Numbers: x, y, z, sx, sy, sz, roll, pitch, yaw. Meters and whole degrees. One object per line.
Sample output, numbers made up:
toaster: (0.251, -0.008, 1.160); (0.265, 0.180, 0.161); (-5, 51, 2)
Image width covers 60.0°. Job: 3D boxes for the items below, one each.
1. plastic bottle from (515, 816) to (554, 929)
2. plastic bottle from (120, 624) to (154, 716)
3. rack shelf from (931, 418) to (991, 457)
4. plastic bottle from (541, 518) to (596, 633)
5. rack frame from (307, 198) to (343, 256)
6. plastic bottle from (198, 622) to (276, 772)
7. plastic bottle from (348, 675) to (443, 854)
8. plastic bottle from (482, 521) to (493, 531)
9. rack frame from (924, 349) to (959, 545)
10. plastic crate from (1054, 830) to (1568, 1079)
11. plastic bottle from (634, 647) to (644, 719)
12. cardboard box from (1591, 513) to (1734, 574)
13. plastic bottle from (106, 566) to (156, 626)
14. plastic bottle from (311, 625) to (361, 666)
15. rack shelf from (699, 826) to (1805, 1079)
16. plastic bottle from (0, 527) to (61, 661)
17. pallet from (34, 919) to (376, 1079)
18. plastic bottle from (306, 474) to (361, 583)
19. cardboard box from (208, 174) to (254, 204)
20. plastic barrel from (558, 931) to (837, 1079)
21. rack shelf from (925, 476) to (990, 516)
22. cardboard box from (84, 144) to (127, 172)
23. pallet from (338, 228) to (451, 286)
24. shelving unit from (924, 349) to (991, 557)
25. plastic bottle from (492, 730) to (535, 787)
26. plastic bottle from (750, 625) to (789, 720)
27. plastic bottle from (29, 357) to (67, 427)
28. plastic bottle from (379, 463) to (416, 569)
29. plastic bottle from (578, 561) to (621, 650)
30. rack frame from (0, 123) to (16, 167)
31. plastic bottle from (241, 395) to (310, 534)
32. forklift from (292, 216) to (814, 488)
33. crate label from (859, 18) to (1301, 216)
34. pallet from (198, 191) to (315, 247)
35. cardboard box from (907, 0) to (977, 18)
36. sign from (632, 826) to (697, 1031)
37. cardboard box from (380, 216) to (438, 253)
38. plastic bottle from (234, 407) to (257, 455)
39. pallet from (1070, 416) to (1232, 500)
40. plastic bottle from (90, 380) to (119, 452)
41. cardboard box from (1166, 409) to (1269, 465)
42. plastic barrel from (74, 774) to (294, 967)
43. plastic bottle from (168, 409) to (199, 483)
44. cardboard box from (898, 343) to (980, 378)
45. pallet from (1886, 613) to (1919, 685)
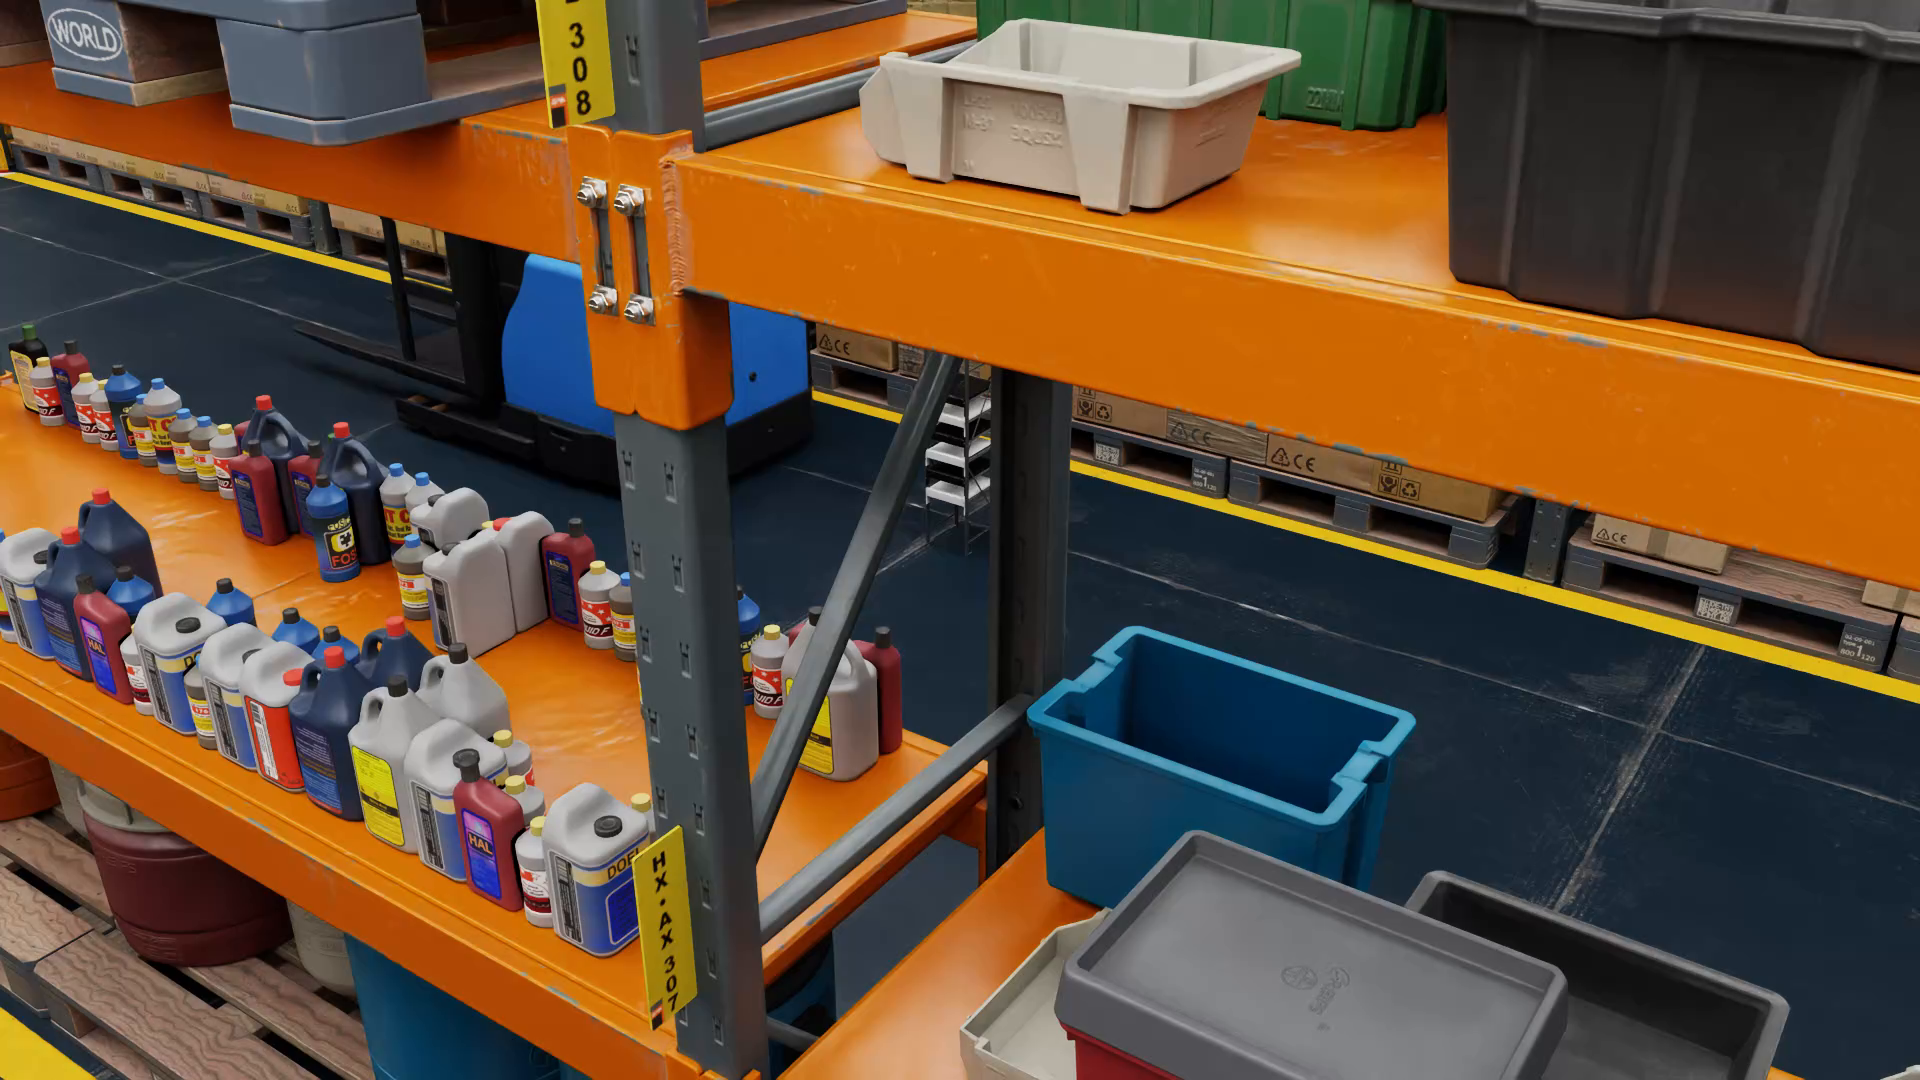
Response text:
plastic bottle: (-0.746, 0.591, 3.001); (0.097, 0.201, 0.097); (0, 27, 0)
plastic bottle: (-1.765, 0.273, 3.625); (0.097, 0.201, 0.097); (0, 27, 0)
rack shelf: (0.007, -0.449, 7.016); (0.200, 0.077, 0.258); (17, 32, 30)
plastic bottle: (-0.920, 0.072, 3.929); (0.133, 0.283, 0.061); (17, 32, 30)
rack frame: (-3.914, -3.403, 10.630); (0.127, 3.000, 1.000); (17, 32, 30)
plastic bottle: (-1.463, 0.319, 3.452); (0.135, 0.276, 0.152); (17, 32, 30)
plastic bottle: (-1.070, 0.410, 3.191); (0.185, 0.351, 0.144); (17, 32, 30)
plastic bottle: (-1.136, 0.052, 4.061); (0.097, 0.201, 0.097); (0, 27, 0)
rack frame: (-0.077, -0.425, 7.093); (0.006, 0.900, 0.240); (17, 32, 30)
plastic crate: (0.467, 0.770, 2.293); (0.583, 0.464, 0.402); (17, 32, 30)
plastic bottle: (-0.650, 0.287, 3.598); (0.097, 0.201, 0.097); (0, 27, 0)
cardboard box: (2.904, -0.158, 6.733); (0.500, 0.311, 0.500); (17, 32, 30)
plastic bottle: (-1.841, 0.185, 3.721); (0.097, 0.271, 0.097); (0, 27, 0)
plastic bottle: (-1.297, 0.304, 3.487); (0.097, 0.271, 0.097); (0, 27, 0)
rack shelf: (1.521, 1.336, 2.110); (4.000, 0.370, 1.077); (17, 32, 30)
plastic bottle: (-2.108, 0.118, 3.847); (0.135, 0.276, 0.152); (17, 32, 30)
pallet: (-1.750, 1.218, 4.624); (1.213, 0.211, 1.003); (17, 32, 30)
plastic bottle: (-1.570, -0.035, 4.154); (0.097, 0.271, 0.097); (0, 27, 0)
cardboard box: (-4.827, -2.534, 11.491); (0.500, 0.250, 0.500); (17, 32, 30)
plastic barrel: (-0.566, 1.104, 3.624); (0.708, 0.901, 0.600); (17, 32, 30)
rack shelf: (0.007, -0.209, 7.139); (0.200, 0.077, 0.258); (17, 32, 30)
cardboard box: (-6.069, -2.916, 12.240); (0.500, 0.250, 0.500); (17, 32, 30)
pallet: (-3.285, -1.986, 10.919); (1.213, 0.211, 1.003); (17, 32, 30)
shelving unit: (0.007, -0.399, 7.042); (0.210, 0.900, 0.258); (17, 32, 30)
plastic bottle: (-0.881, 0.465, 3.248); (0.097, 0.201, 0.097); (0, 27, 0)
plastic bottle: (-0.403, 0.280, 3.612); (0.097, 0.201, 0.097); (0, 27, 0)
plastic bottle: (-2.765, -0.456, 5.057); (0.097, 0.201, 0.097); (0, 27, 0)
plastic bottle: (-1.408, -0.064, 4.211); (0.097, 0.271, 0.097); (0, 27, 0)
plastic bottle: (-0.835, 0.145, 3.876); (0.097, 0.201, 0.097); (0, 27, 0)
rack frame: (-7.211, -4.430, 12.648); (0.127, 3.000, 1.000); (17, 32, 30)
plastic bottle: (-1.800, -0.209, 4.407); (0.185, 0.351, 0.144); (17, 32, 30)
forklift: (-2.207, -1.987, 7.922); (3.031, 2.935, 1.130); (18, 32, 31)
crate label: (0.112, -0.484, 1.877); (0.466, 0.136, 0.293); (17, 32, 30)
pallet: (-4.546, -2.380, 11.694); (1.213, 0.211, 1.003); (17, 32, 30)
cardboard box: (-0.034, -2.488, 8.259); (0.500, 0.500, 0.700); (7, 28, 13)
sign: (-0.440, 0.584, 2.490); (0.005, 0.325, 0.100); (17, 32, 30)
cardboard box: (-3.301, -2.037, 10.514); (0.500, 0.250, 0.500); (18, 32, 32)
plastic bottle: (-1.907, -0.235, 4.534); (0.133, 0.283, 0.061); (17, 32, 30)
pallet: (0.979, -0.614, 8.223); (1.213, 0.211, 1.003); (17, 32, 30)
plastic bottle: (-2.494, -0.371, 4.892); (0.097, 0.201, 0.097); (0, 27, 0)
cardboard box: (1.295, -0.709, 7.608); (0.500, 0.500, 0.500); (18, 32, 31)
plastic barrel: (-2.081, 0.772, 4.622); (0.708, 0.588, 0.600); (17, 32, 30)
plastic bottle: (-2.173, -0.271, 4.695); (0.097, 0.201, 0.097); (0, 27, 0)
cardboard box: (0.031, -1.102, 8.379); (0.500, 0.500, 0.500); (16, 31, 29)
pallet: (4.256, 0.384, 6.263); (1.213, 0.211, 1.003); (17, 32, 30)
